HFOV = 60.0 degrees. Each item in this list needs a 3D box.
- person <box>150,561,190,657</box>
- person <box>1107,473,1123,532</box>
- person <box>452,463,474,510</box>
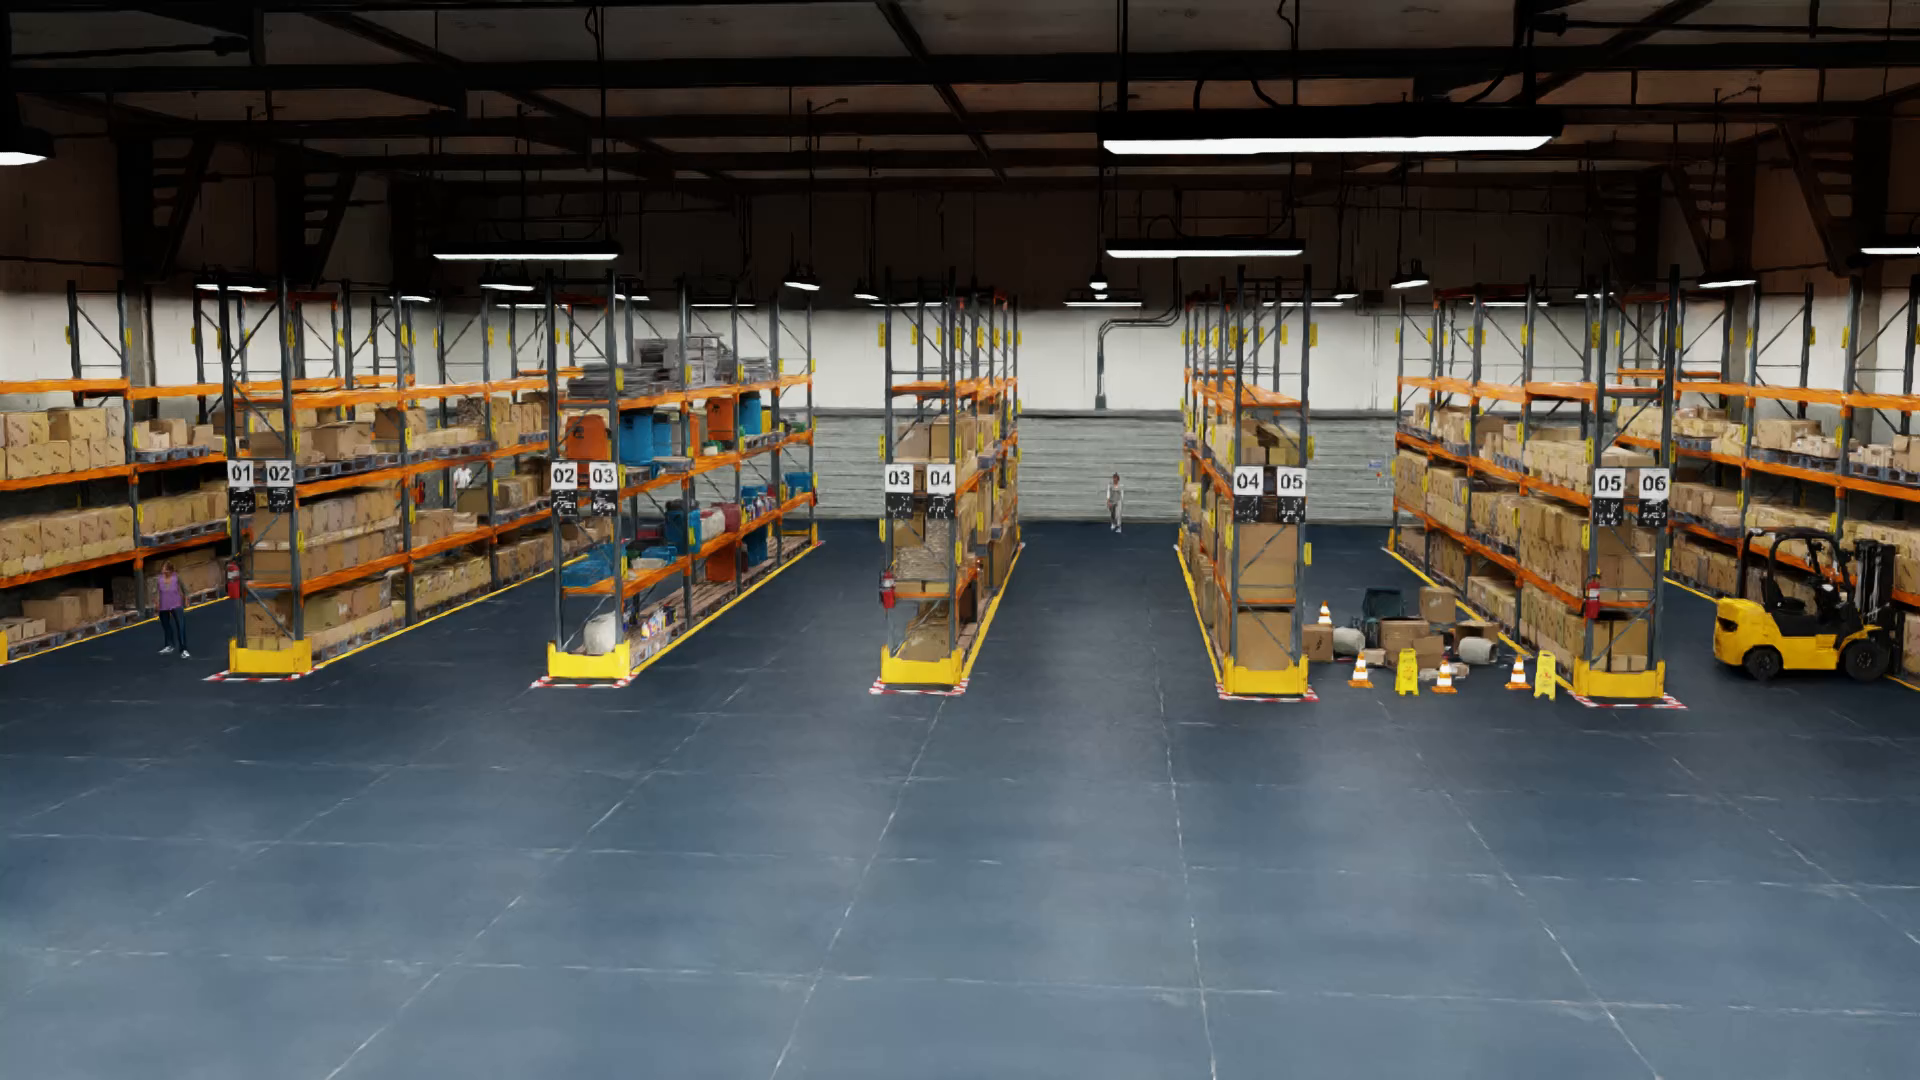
[{"bbox_3d":[-12.394,1.063,26.157,0.568,1.528,0.780,-2,7,-14],"label":"person"},{"bbox_3d":[4.015,-0.987,43.021,0.417,1.517,1.036,1,7,8],"label":"person"},{"bbox_3d":[-13.515,-1.313,44.902,0.737,1.742,0.554,-5,9,-36],"label":"person"}]
